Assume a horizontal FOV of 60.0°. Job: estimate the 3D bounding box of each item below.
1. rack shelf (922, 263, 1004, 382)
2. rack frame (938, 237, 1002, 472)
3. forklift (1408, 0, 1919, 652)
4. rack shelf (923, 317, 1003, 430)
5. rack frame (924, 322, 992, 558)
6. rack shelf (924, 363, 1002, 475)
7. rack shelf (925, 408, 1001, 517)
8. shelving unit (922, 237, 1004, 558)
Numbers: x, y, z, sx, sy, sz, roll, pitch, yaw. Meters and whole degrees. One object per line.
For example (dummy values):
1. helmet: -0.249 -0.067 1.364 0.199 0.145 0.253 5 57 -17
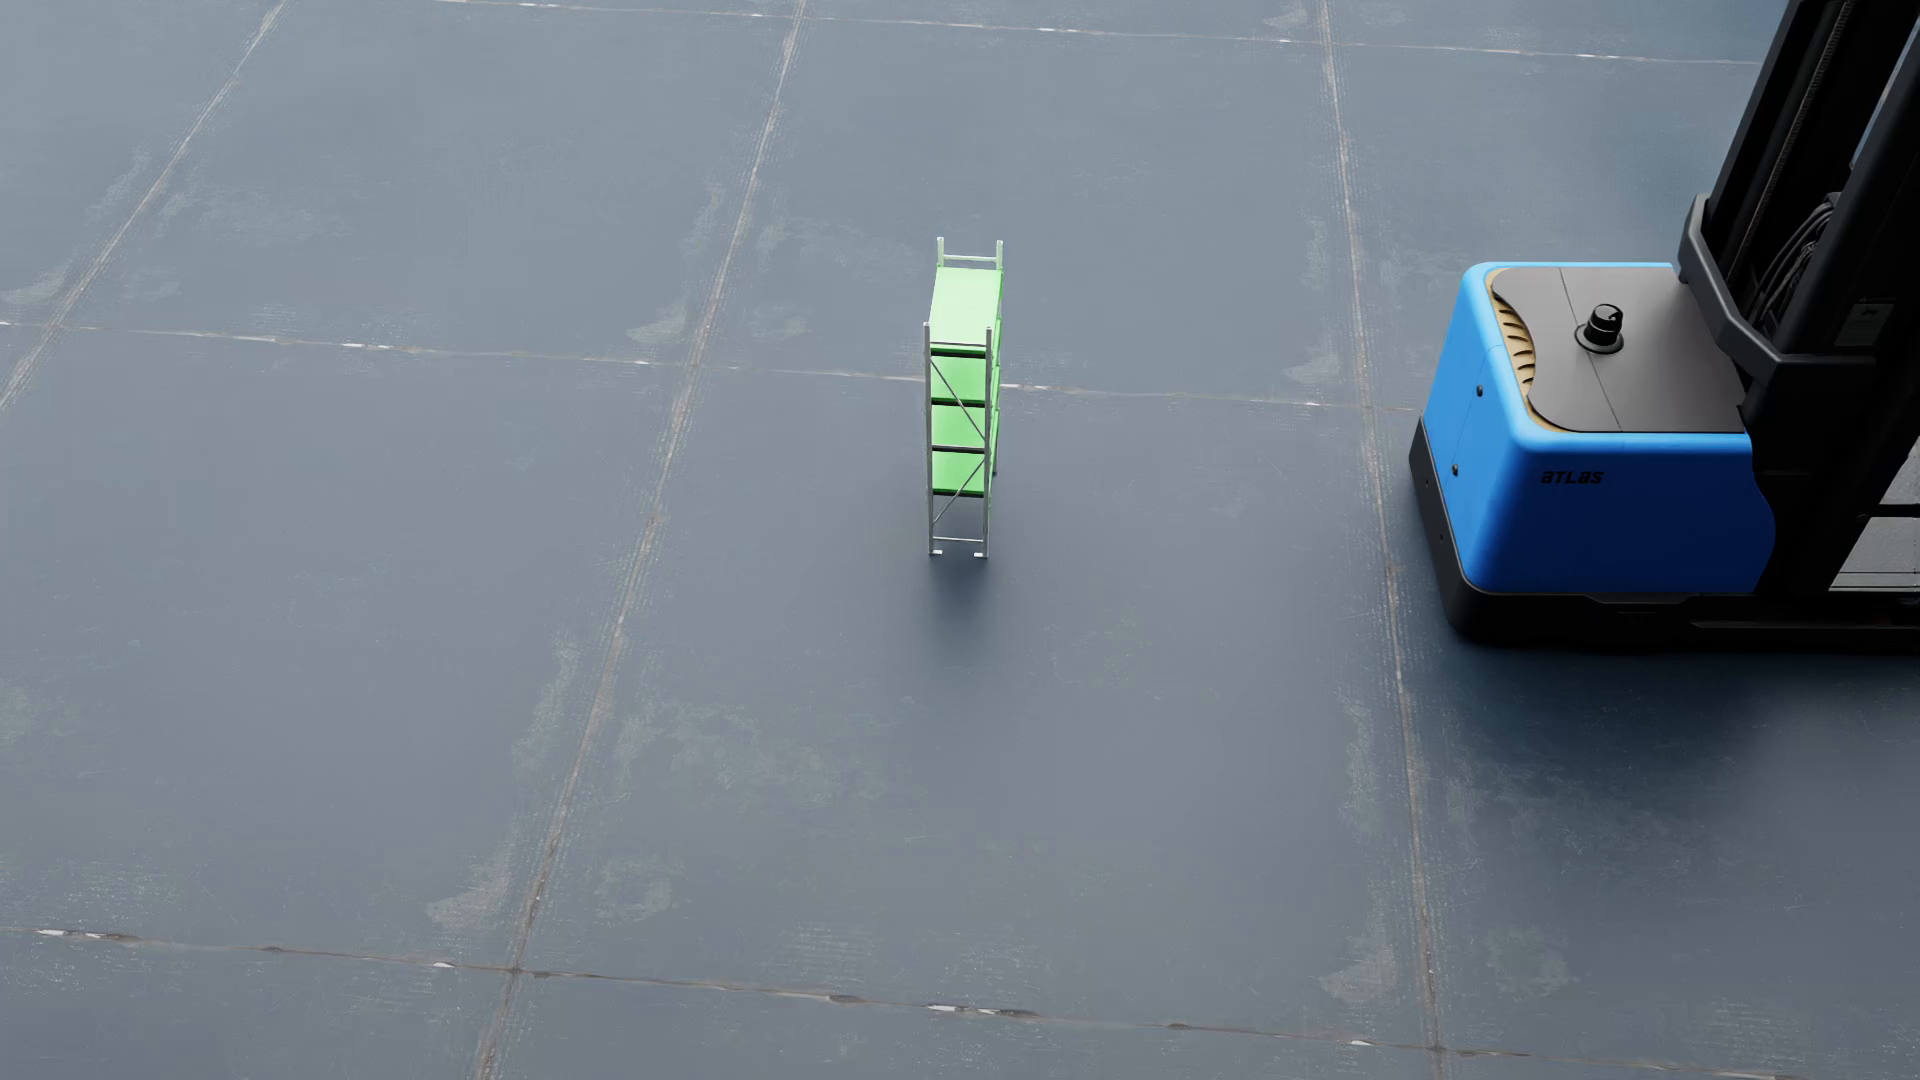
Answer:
1. rack shelf: 0.015 -0.807 6.137 0.258 0.148 0.480 4 48 4
2. rack frame: 0.037 -0.706 6.608 0.240 1.200 0.015 4 48 4
3. forklift: 3.397 -0.957 5.665 3.031 2.935 1.130 0 48 0
4. rack shelf: 0.015 -0.645 6.314 0.258 0.148 0.480 4 48 4
5. rack frame: -0.007 -0.347 6.280 0.240 1.200 0.015 4 48 4
6. rack shelf: 0.015 -0.483 6.492 0.258 0.148 0.480 4 48 4
7. rack shelf: 0.015 -0.321 6.669 0.258 0.148 0.480 4 48 4
8. shelving unit: 0.015 -0.527 6.444 0.258 1.200 0.503 4 48 4
